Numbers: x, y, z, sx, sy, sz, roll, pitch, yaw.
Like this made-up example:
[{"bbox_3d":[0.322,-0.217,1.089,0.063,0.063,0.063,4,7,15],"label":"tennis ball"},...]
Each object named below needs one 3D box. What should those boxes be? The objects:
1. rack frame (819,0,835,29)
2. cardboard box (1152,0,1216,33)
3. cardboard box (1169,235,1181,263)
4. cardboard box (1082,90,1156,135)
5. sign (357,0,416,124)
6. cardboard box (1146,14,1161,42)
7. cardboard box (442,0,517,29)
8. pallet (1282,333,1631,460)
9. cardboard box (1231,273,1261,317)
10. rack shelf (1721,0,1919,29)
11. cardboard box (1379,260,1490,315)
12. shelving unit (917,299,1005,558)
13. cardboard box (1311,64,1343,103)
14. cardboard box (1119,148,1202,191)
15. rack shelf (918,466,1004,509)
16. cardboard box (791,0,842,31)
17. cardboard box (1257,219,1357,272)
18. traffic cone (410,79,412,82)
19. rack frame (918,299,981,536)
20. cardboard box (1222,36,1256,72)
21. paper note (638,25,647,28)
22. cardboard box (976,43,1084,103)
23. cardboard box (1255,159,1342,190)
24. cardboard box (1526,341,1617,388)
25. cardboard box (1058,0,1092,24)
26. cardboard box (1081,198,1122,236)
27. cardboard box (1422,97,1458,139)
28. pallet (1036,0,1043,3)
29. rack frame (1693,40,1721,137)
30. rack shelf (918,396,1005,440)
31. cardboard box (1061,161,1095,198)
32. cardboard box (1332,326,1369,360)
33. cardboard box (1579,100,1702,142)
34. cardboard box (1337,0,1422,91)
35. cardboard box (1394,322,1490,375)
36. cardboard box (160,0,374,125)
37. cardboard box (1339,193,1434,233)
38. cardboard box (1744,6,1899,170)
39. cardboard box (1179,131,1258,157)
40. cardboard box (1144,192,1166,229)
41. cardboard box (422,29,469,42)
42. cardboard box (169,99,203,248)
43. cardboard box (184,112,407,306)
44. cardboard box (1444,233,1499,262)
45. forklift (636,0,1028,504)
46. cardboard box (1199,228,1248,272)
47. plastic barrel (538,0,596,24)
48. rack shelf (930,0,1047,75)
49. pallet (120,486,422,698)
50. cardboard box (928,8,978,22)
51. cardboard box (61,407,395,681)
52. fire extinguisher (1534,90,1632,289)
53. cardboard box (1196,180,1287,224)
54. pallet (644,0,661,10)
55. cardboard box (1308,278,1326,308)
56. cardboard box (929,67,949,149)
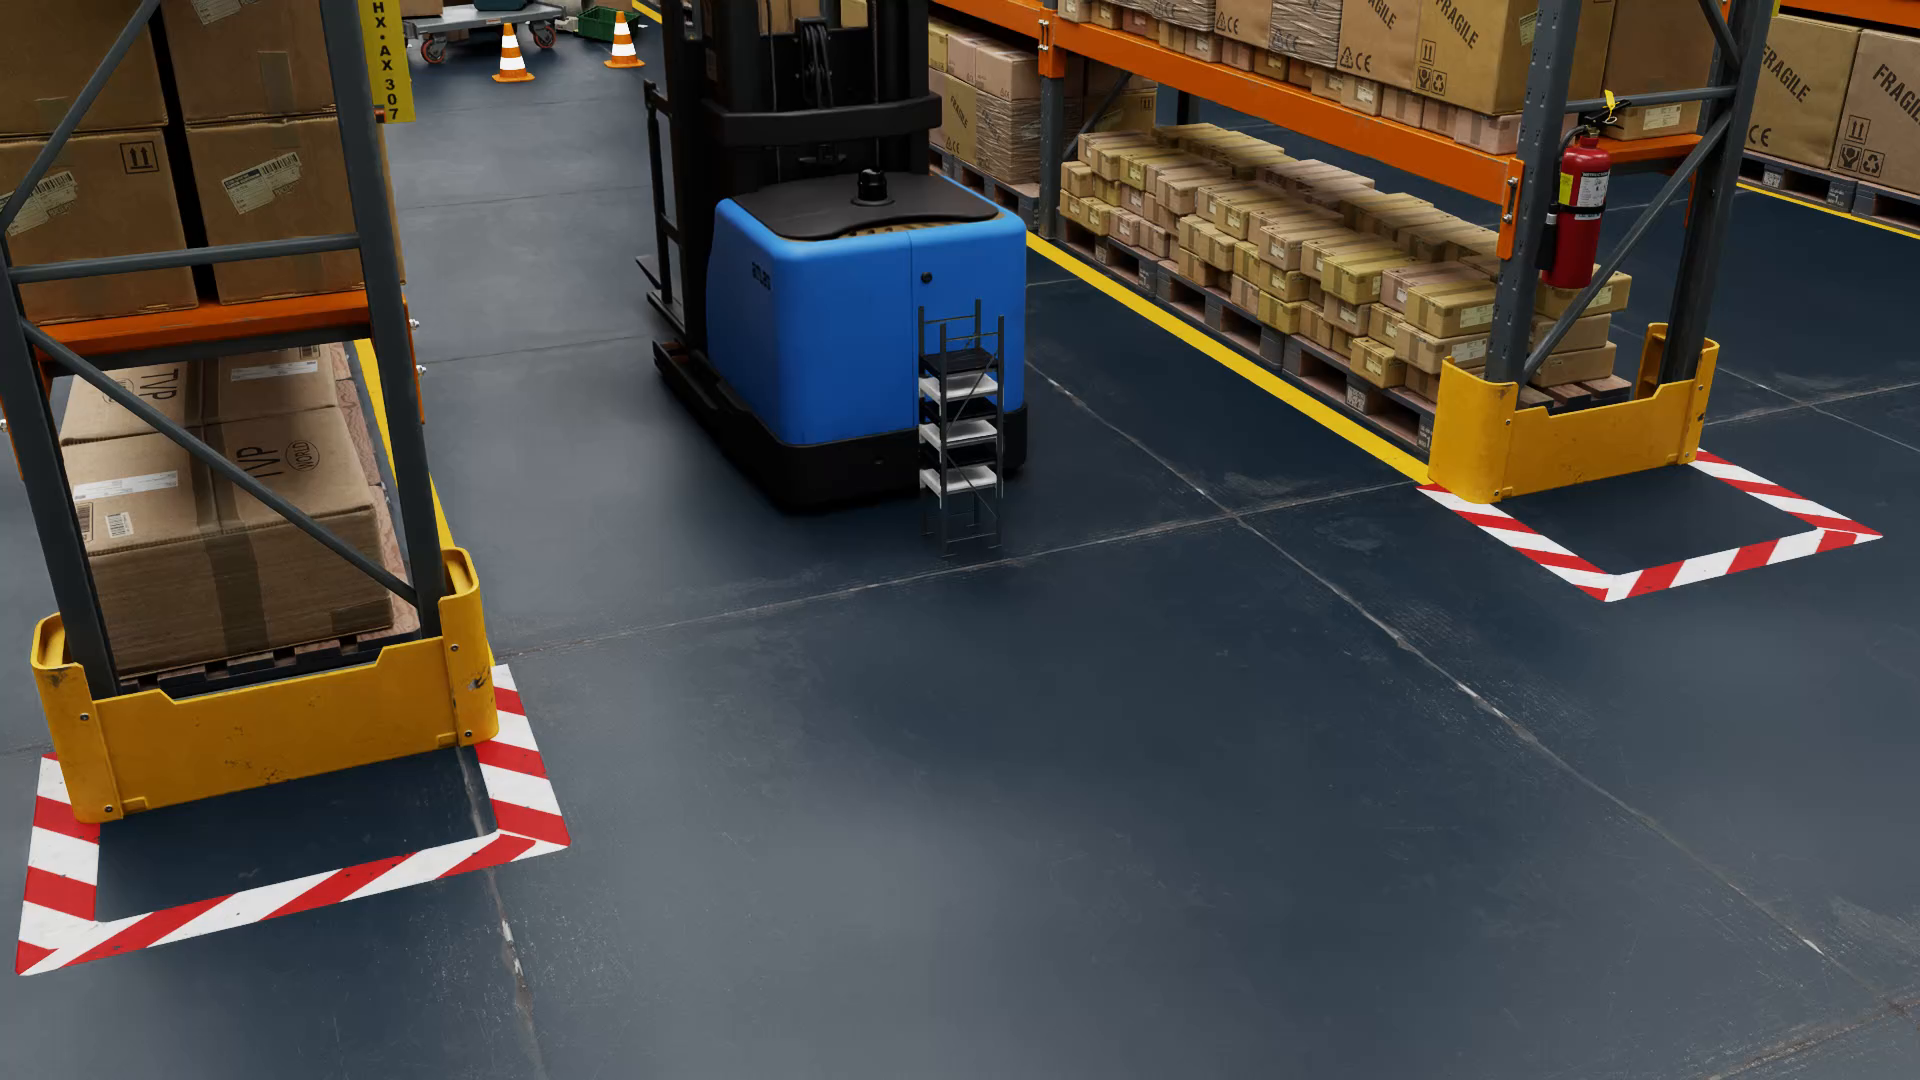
[{"bbox_3d":[-0.614,-4.848,12.761,1.000,3.000,0.127,-11,28,-21],"label":"rack frame"},{"bbox_3d":[1.279,-2.761,8.032,0.500,0.500,0.500,-11,28,-22],"label":"cardboard box"},{"bbox_3d":[1.332,-1.543,8.763,0.380,0.149,0.250,-12,28,-23],"label":"cardboard box"},{"bbox_3d":[0.907,-2.643,10.614,0.500,0.500,0.500,-9,28,-19],"label":"cardboard box"},{"bbox_3d":[-1.483,-1.245,4.303,0.100,0.325,0.005,-11,28,-21],"label":"sign"},{"bbox_3d":[1.186,-2.649,8.543,0.380,0.149,0.250,-12,28,-23],"label":"cardboard box"},{"bbox_3d":[-4.871,-5.475,16.736,0.797,0.637,0.503,-11,28,-21],"label":"cardboard box"},{"bbox_3d":[2.204,-0.730,7.505,1.003,0.211,1.213,-11,28,-21],"label":"pallet"},{"bbox_3d":[1.548,-1.214,8.088,0.380,0.149,0.250,-10,28,-20],"label":"cardboard box"},{"bbox_3d":[6.339,-2.914,9.619,1.077,0.370,4.000,-11,28,-21],"label":"rack shelf"},{"bbox_3d":[2.033,-1.075,7.125,0.380,0.149,0.250,-10,28,-20],"label":"cardboard box"},{"bbox_3d":[0.003,-0.401,6.046,0.258,0.900,0.210,-11,28,-21],"label":"shelving unit"},{"bbox_3d":[1.759,-2.004,7.223,0.380,0.149,0.250,-12,28,-23],"label":"cardboard box"},{"bbox_3d":[1.094,-2.018,9.058,0.380,0.149,0.250,-11,28,-21],"label":"cardboard box"},{"bbox_3d":[0.003,-0.209,6.139,0.258,0.077,0.200,-11,28,-21],"label":"rack shelf"},{"bbox_3d":[-0.770,-4.287,13.697,1.050,0.750,0.750,-11,28,-21],"label":"cardboard box"},{"bbox_3d":[1.615,-1.372,7.734,0.380,0.149,0.250,-10,28,-19],"label":"cardboard box"},{"bbox_3d":[-4.922,-4.171,14.266,0.336,0.463,0.334,-11,28,-21],"label":"traffic cone"},{"bbox_3d":[-0.037,-0.442,6.130,0.240,0.900,0.006,-11,28,-21],"label":"rack frame"},{"bbox_3d":[1.470,-2.326,7.882,0.380,0.149,0.250,-9,28,-19],"label":"cardboard box"},{"bbox_3d":[-3.277,-5.245,16.956,0.142,0.020,0.147,13,29,24],"label":"paper note"},{"bbox_3d":[0.428,-2.893,10.272,0.500,0.250,0.500,-11,28,-22],"label":"cardboard box"},{"bbox_3d":[1.793,-1.902,8.819,0.380,0.149,0.250,-12,28,-23],"label":"cardboard box"},{"bbox_3d":[2.608,-0.793,7.225,0.380,0.149,0.250,-10,28,-20],"label":"cardboard box"},{"bbox_3d":[0.762,-2.950,9.159,0.380,0.149,0.250,-10,28,-19],"label":"cardboard box"},{"bbox_3d":[0.904,-1.831,9.352,0.380,0.149,0.250,-10,28,-19],"label":"cardboard box"},{"bbox_3d":[2.068,-1.695,6.590,0.380,0.149,0.250,-11,28,-21],"label":"cardboard box"},{"bbox_3d":[0.787,-3.481,10.178,1.003,0.211,1.213,-11,28,-21],"label":"pallet"},{"bbox_3d":[5.556,-4.045,11.115,1.000,3.000,0.127,-11,28,-21],"label":"rack frame"},{"bbox_3d":[0.003,-0.452,6.021,0.258,0.077,0.200,-11,28,-21],"label":"rack shelf"},{"bbox_3d":[0.800,-2.073,9.509,0.380,0.149,0.250,-9,28,-18],"label":"cardboard box"},{"bbox_3d":[1.903,-0.911,7.467,0.380,0.149,0.250,-11,28,-21],"label":"cardboard box"},{"bbox_3d":[2.694,-1.693,6.584,0.380,0.149,0.250,-11,28,-21],"label":"cardboard box"},{"bbox_3d":[1.909,-2.143,6.767,0.500,0.500,0.500,-11,28,-21],"label":"cardboard box"},{"bbox_3d":[2.050,-0.824,6.950,0.380,0.149,0.250,-11,28,-22],"label":"cardboard box"},{"bbox_3d":[-1.922,-1.464,4.576,0.500,0.500,0.500,-11,28,-22],"label":"cardboard box"},{"bbox_3d":[2.093,-1.591,8.183,0.380,0.149,0.250,-10,28,-20],"label":"cardboard box"},{"bbox_3d":[5.741,-2.998,10.915,0.875,0.875,0.875,-11,28,-21],"label":"cardboard box"},{"bbox_3d":[1.468,-2.213,9.456,0.380,0.149,0.250,-10,28,-20],"label":"cardboard box"},{"bbox_3d":[1.213,-1.785,8.918,0.380,0.149,0.250,-12,29,-23],"label":"cardboard box"},{"bbox_3d":[-5.040,-5.041,16.271,0.396,0.266,0.258,13,29,24],"label":"cardboard box"},{"bbox_3d":[-2.611,-1.126,5.024,0.500,0.500,0.500,-11,28,-22],"label":"cardboard box"},{"bbox_3d":[-1.920,-1.015,4.796,0.500,0.500,0.500,-11,28,-21],"label":"cardboard box"},{"bbox_3d":[2.427,-1.278,7.540,0.380,0.149,0.250,-11,28,-21],"label":"cardboard box"},{"bbox_3d":[-0.791,-2.074,7.157,1.130,2.935,3.031,-11,28,-21],"label":"forklift"},{"bbox_3d":[1.413,-1.453,8.239,0.380,0.149,0.250,-10,28,-20],"label":"cardboard box"},{"bbox_3d":[-4.036,-5.500,17.031,0.512,0.421,0.421,8,27,15],"label":"plastic barrel"},{"bbox_3d":[0.169,-3.717,11.265,1.077,0.370,4.000,-11,28,-21],"label":"rack shelf"},{"bbox_3d":[-2.381,0.217,5.566,1.003,0.211,1.213,-11,28,-21],"label":"pallet"},{"bbox_3d":[-0.186,-3.524,11.564,0.500,0.250,0.500,-10,28,-20],"label":"cardboard box"},{"bbox_3d":[-2.347,-0.014,5.301,0.875,0.438,0.875,-12,28,-22],"label":"cardboard box"},{"bbox_3d":[2.193,-1.235,5.874,0.296,0.674,0.183,-11,28,-21],"label":"fire extinguisher"},{"bbox_3d":[1.425,-1.705,8.415,0.380,0.149,0.250,-12,28,-23],"label":"cardboard box"},{"bbox_3d":[-2.888,-6.023,18.346,1.003,0.211,1.213,-11,28,-21],"label":"pallet"},{"bbox_3d":[1.834,-1.159,7.637,0.380,0.149,0.250,-11,28,-21],"label":"cardboard box"},{"bbox_3d":[0.033,-2.969,11.283,0.500,0.500,0.500,-11,28,-22],"label":"cardboard box"}]
